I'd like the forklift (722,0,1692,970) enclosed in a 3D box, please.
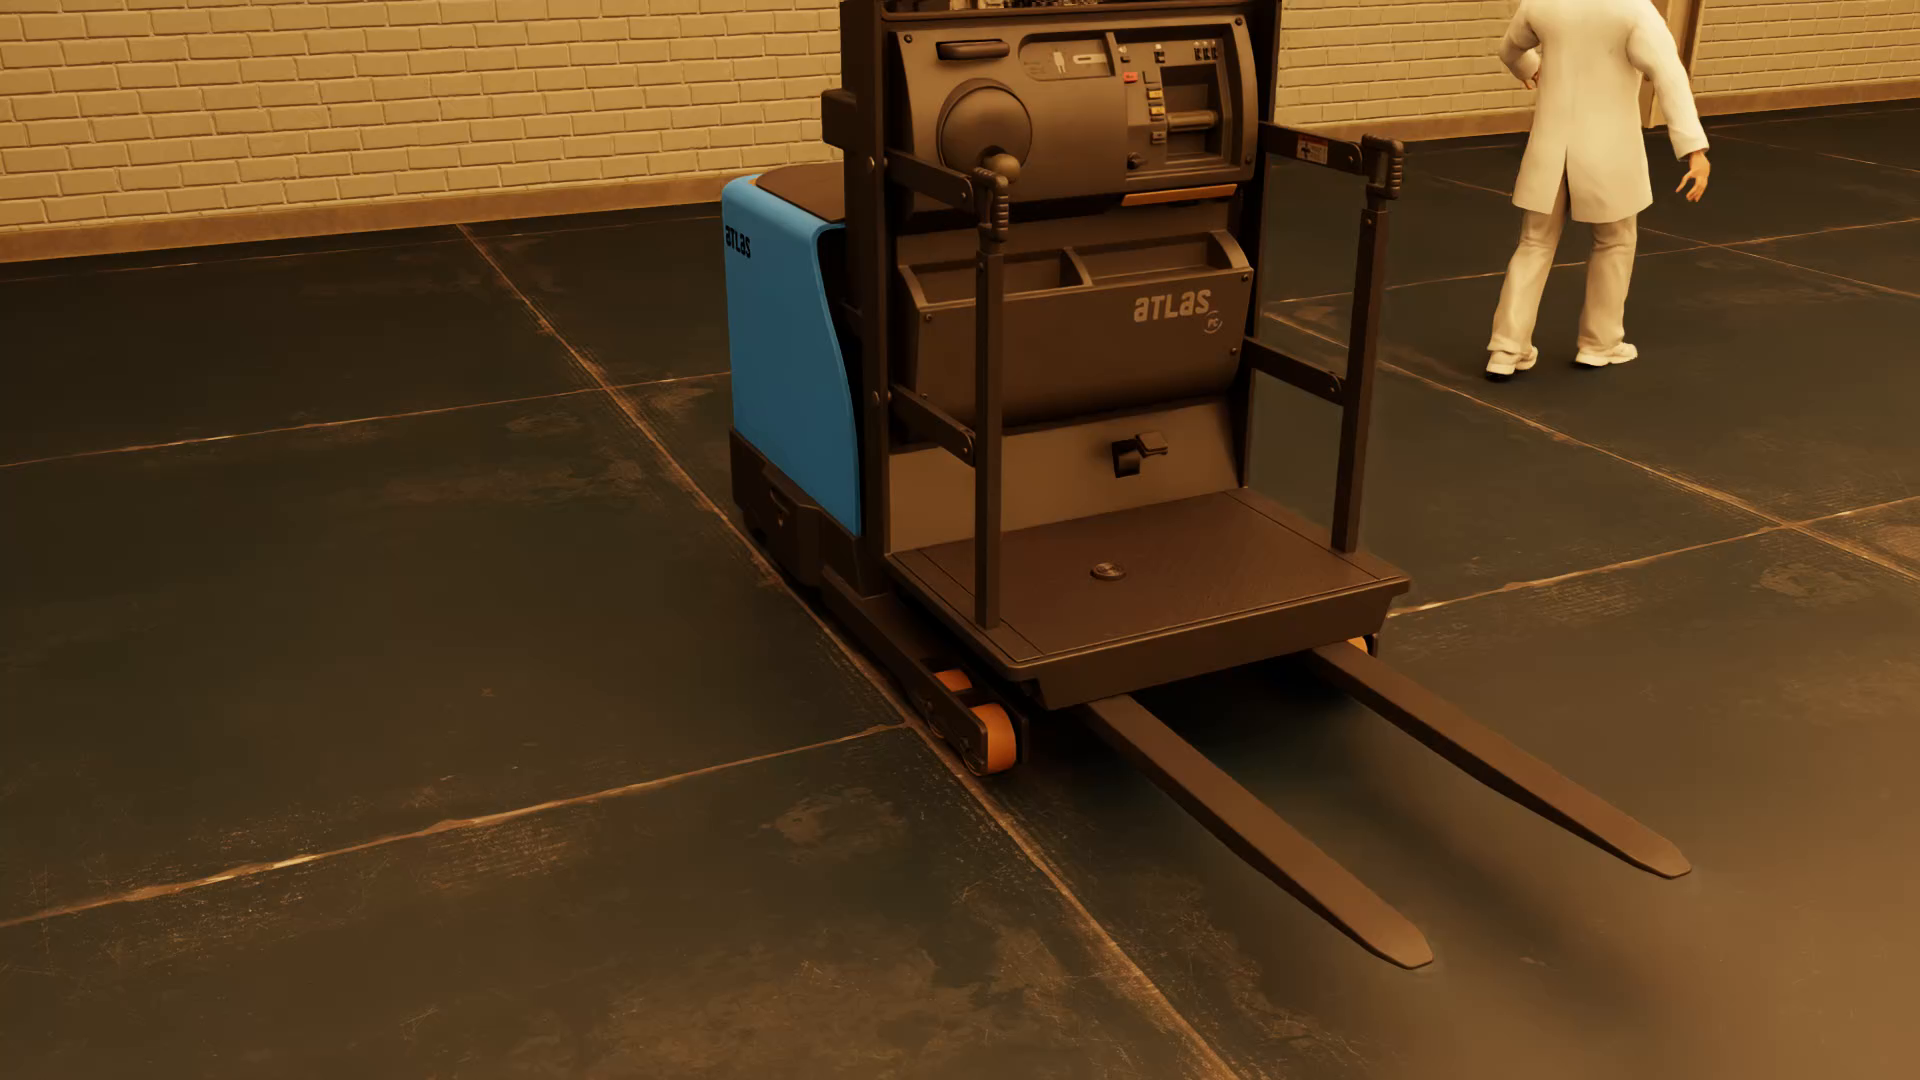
[{"bbox_3d":[0.387,-1.006,3.707,1.130,2.935,3.031,-11,25,-24],"label":"forklift"}]

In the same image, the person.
[{"bbox_3d":[2.482,-1.507,6.482,1.022,1.760,0.814,20,30,40],"label":"person"}]
